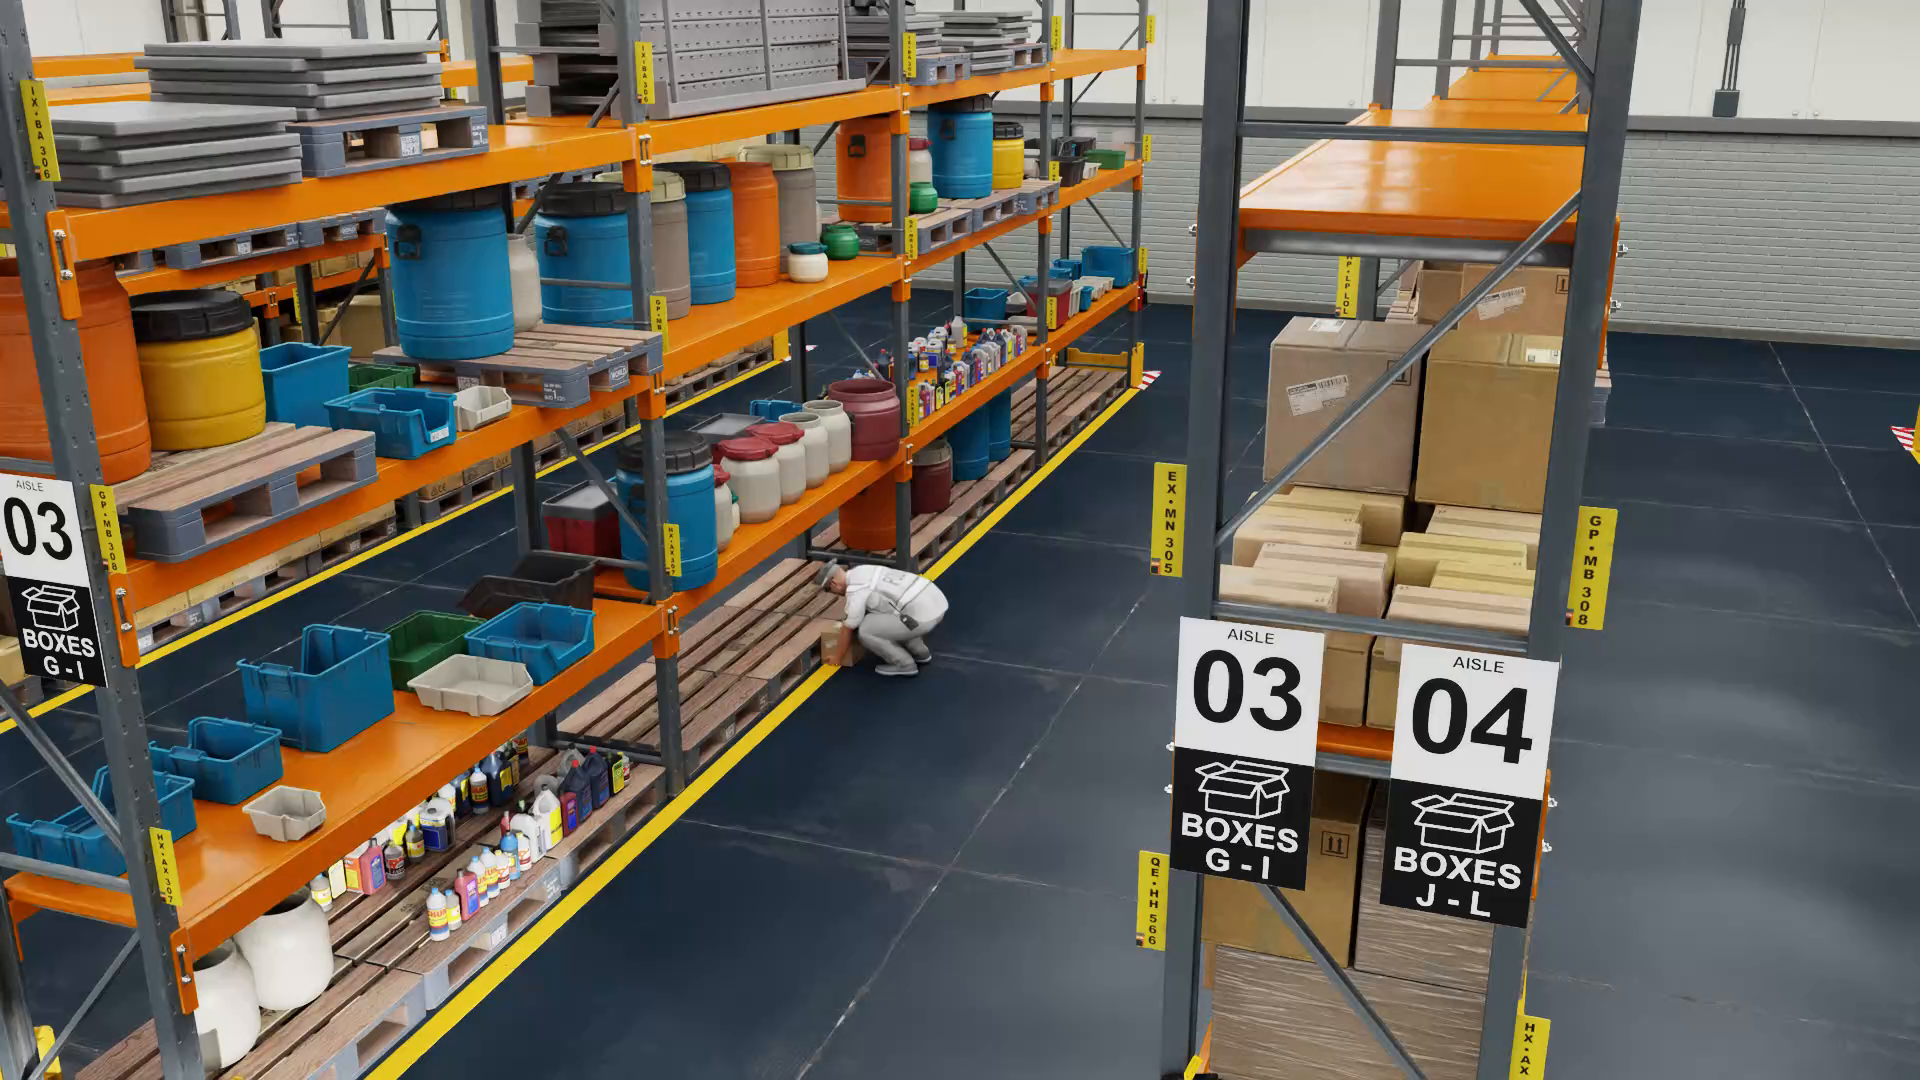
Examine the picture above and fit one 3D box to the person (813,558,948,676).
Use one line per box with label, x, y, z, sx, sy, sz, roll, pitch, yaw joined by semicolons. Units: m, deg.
person;-0.597;0.578;12.397;1.002;0.871;0.537;6;19;17
